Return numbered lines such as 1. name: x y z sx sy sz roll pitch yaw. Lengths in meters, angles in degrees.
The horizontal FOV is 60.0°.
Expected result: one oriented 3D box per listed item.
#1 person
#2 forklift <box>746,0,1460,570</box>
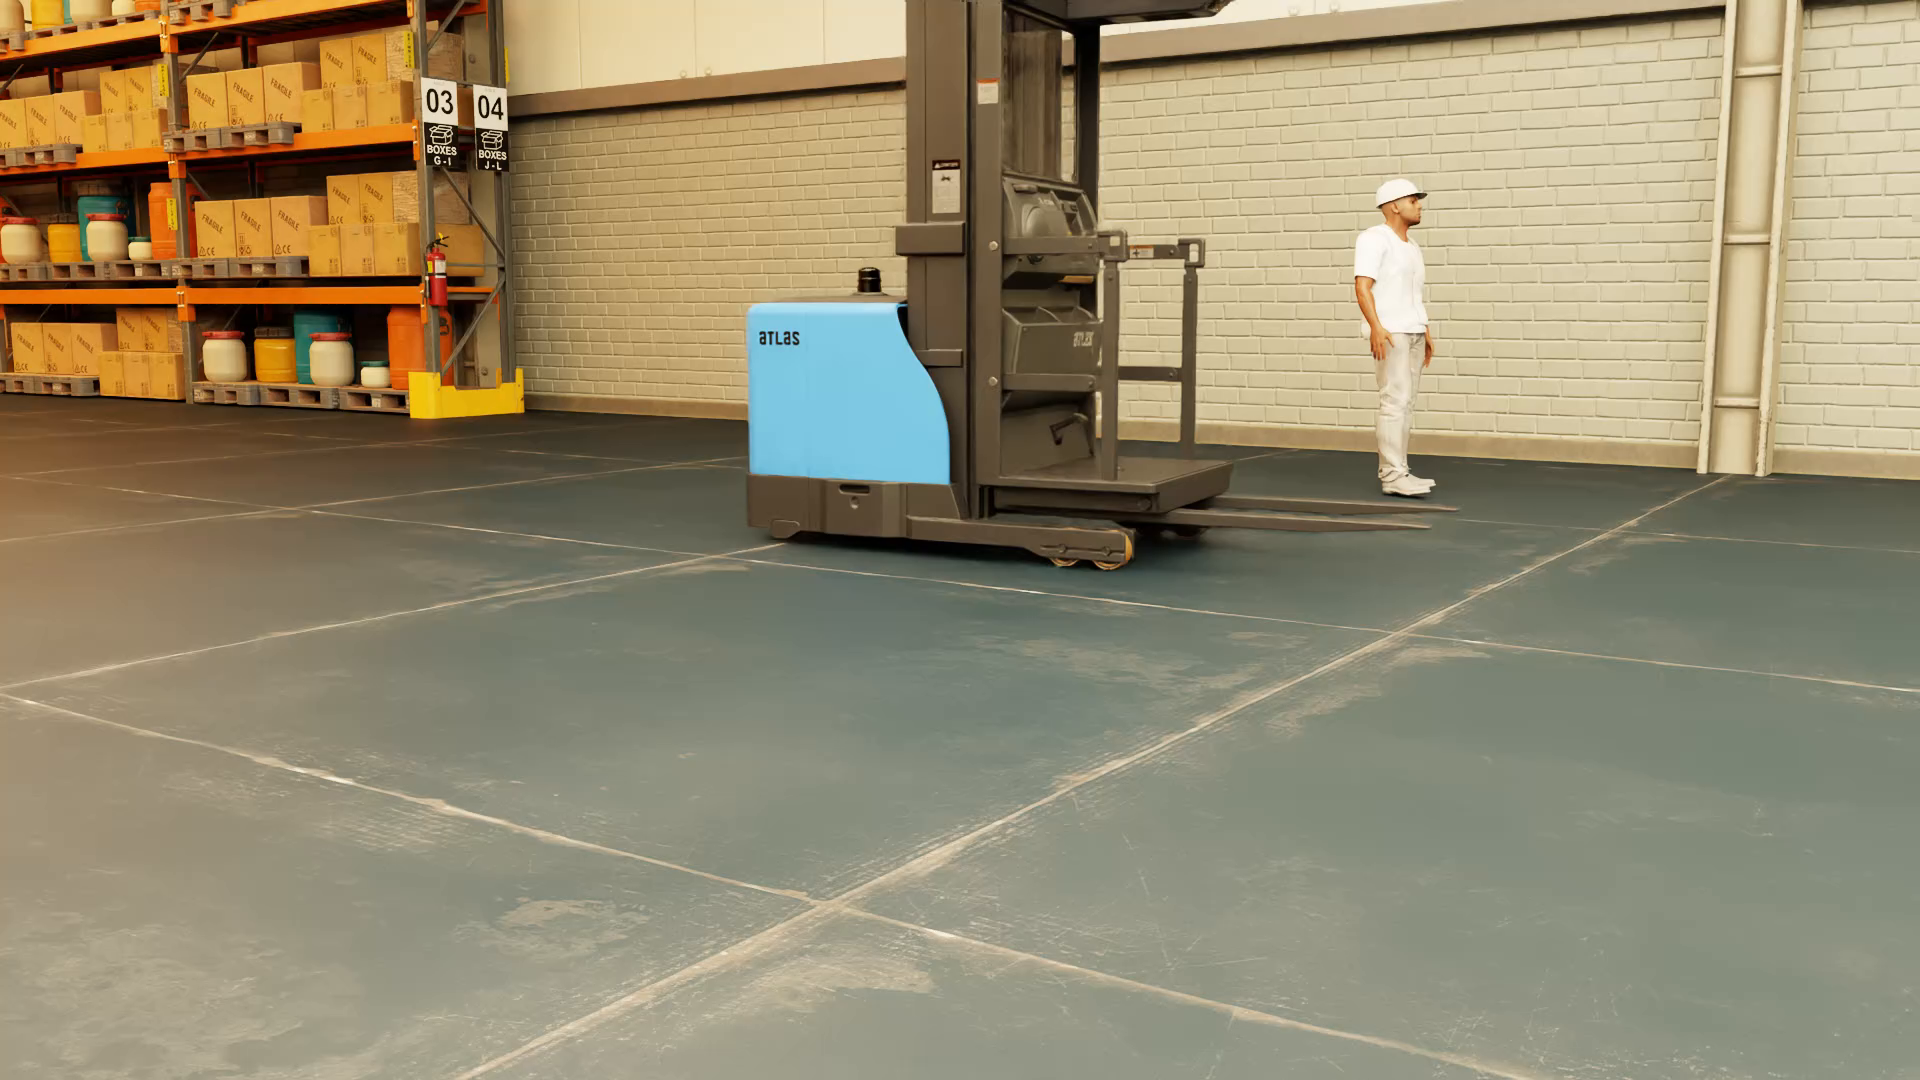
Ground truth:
1. person: 2.553 -1.163 9.461 0.579 1.765 0.666 7 11 41
2. forklift: 0.583 -1.413 7.133 3.031 2.935 1.130 4 9 26
